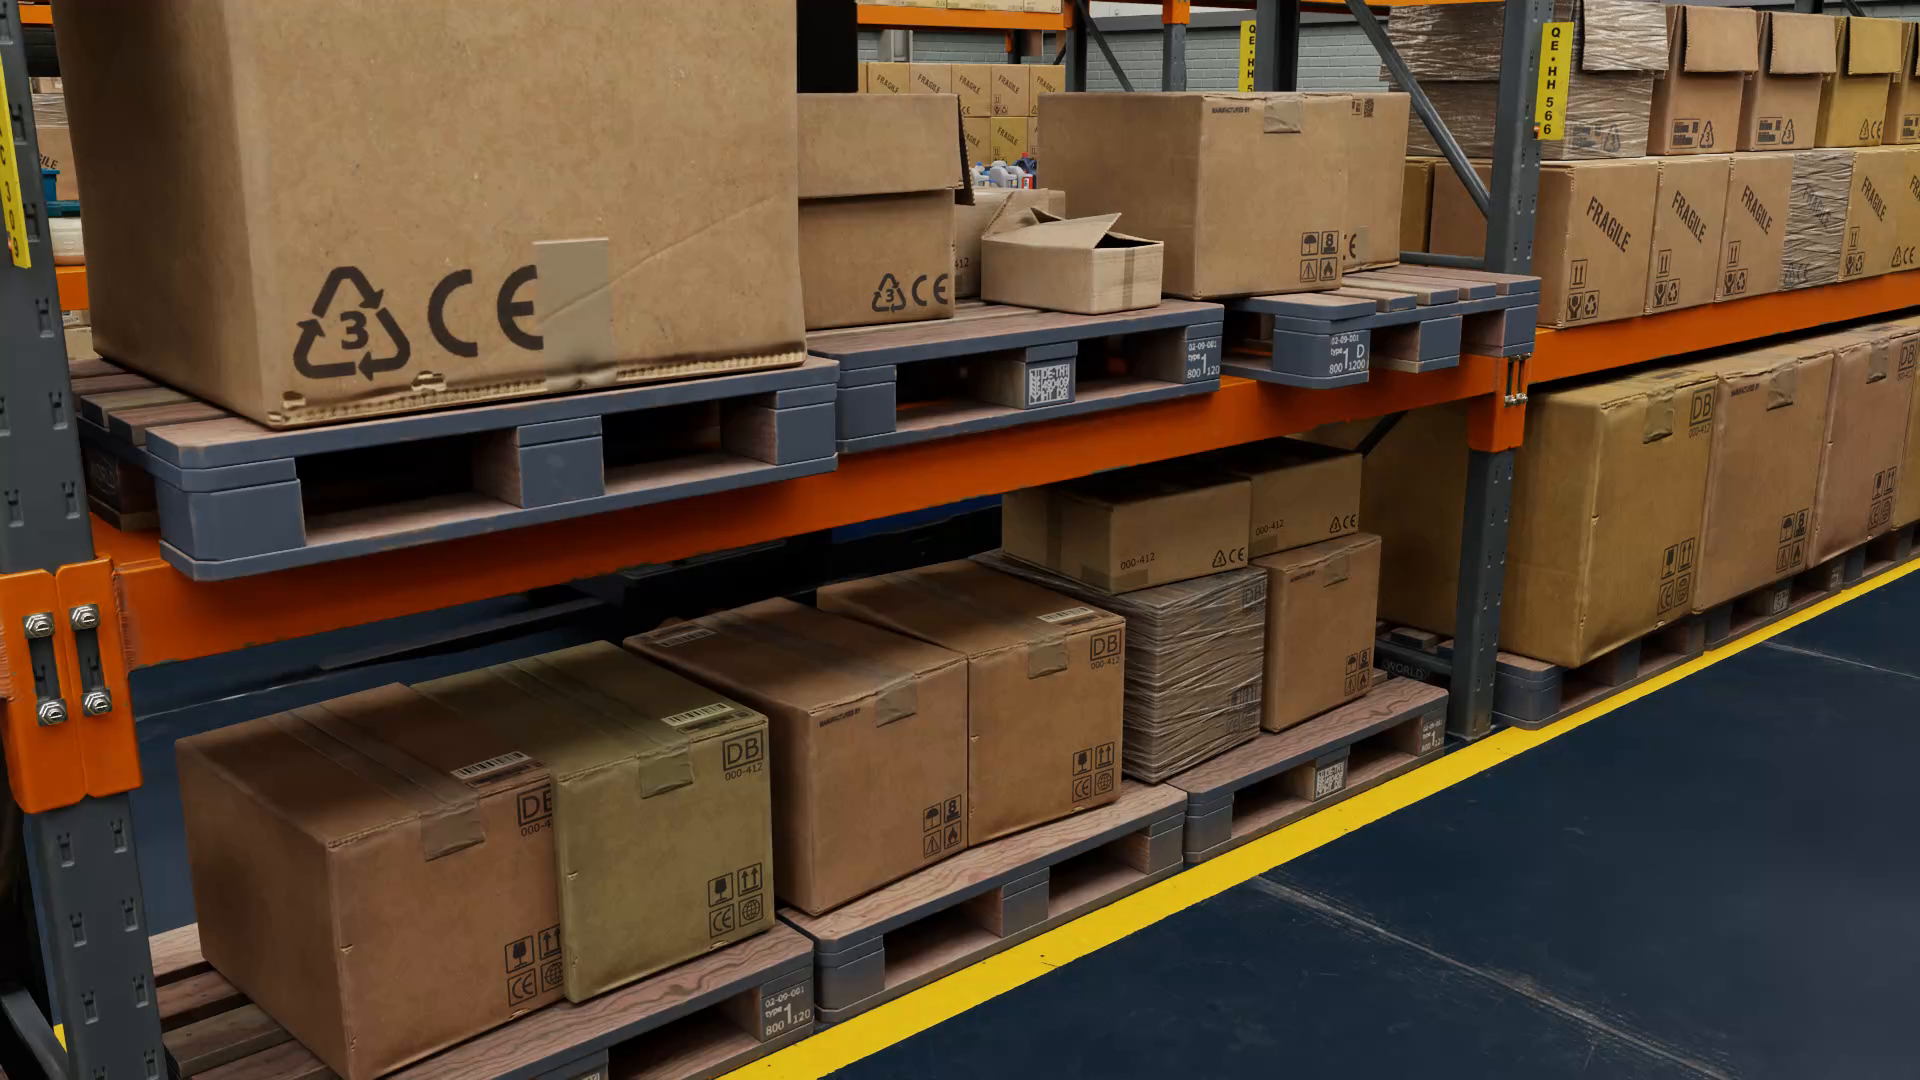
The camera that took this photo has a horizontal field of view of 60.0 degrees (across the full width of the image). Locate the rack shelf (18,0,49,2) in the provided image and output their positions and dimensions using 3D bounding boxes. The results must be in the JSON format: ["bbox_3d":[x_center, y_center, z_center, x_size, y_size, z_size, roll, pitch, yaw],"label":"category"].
[{"bbox_3d":[-6.666,-3.596,10.980,4.000,0.370,1.077,-13,19,-39],"label":"rack shelf"}]

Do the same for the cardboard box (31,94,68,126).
[{"bbox_3d":[-8.760,-3.976,15.776,0.700,0.500,0.500,13,20,40],"label":"cardboard box"}]

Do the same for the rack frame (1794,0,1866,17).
[{"bbox_3d":[4.361,-1.581,7.857,0.127,3.000,1.000,-13,19,-39],"label":"rack frame"}]

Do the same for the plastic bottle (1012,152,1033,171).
[{"bbox_3d":[0.397,-2.299,10.640,0.185,0.351,0.144,-13,19,-39],"label":"plastic bottle"}]

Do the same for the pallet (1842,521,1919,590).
[{"bbox_3d":[3.828,-0.089,7.673,1.213,0.211,1.003,-13,19,-39],"label":"pallet"}]

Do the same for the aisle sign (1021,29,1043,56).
[{"bbox_3d":[0.737,-5.513,17.538,0.004,0.787,0.394,-13,19,-39],"label":"aisle sign"}]

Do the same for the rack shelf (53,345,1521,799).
[{"bbox_3d":[-0.166,-0.217,4.145,4.000,0.370,1.077,-13,19,-39],"label":"rack shelf"}]

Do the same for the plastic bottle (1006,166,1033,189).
[{"bbox_3d":[0.368,-2.209,10.446,0.135,0.276,0.152,-13,19,-39],"label":"plastic bottle"}]

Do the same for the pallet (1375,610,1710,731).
[{"bbox_3d":[1.987,0.325,6.125,1.213,0.211,1.003,-13,19,-39],"label":"pallet"}]

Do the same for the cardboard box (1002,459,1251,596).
[{"bbox_3d":[0.464,-0.060,4.699,0.500,0.250,0.500,-10,18,-33],"label":"cardboard box"}]

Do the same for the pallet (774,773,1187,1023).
[{"bbox_3d":[-0.167,0.781,4.416,1.213,0.211,1.003,-13,19,-39],"label":"pallet"}]

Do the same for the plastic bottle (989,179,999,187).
[{"bbox_3d":[0.197,-2.125,10.277,0.097,0.201,0.097,0,15,0],"label":"plastic bottle"}]

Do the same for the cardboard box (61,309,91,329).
[{"bbox_3d":[-6.161,-1.667,11.607,0.500,0.311,0.500,-13,20,-40],"label":"cardboard box"}]

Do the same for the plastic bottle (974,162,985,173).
[{"bbox_3d":[0.129,-2.403,11.182,0.097,0.271,0.097,0,15,0],"label":"plastic bottle"}]

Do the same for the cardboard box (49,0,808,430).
[{"bbox_3d":[-0.983,-0.826,3.054,1.000,1.000,1.000,-12,19,-39],"label":"cardboard box"}]

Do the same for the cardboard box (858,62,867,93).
[{"bbox_3d":[-1.210,-4.154,15.359,0.500,0.500,0.500,-13,20,-41],"label":"cardboard box"}]

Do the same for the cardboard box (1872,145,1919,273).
[{"bbox_3d":[3.809,-1.415,7.040,0.500,0.500,0.500,-12,19,-38],"label":"cardboard box"}]

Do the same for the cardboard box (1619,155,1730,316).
[{"bbox_3d":[2.276,-1.069,5.746,0.500,0.500,0.500,-13,20,-41],"label":"cardboard box"}]

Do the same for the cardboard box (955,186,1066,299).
[{"bbox_3d":[-0.072,-0.795,4.390,0.500,0.250,0.500,-13,20,-41],"label":"cardboard box"}]

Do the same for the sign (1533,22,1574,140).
[{"bbox_3d":[1.706,-1.321,4.792,0.005,0.325,0.100,-13,19,-39],"label":"sign"}]

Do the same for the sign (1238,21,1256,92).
[{"bbox_3d":[0.976,-1.571,5.573,0.005,0.325,0.100,-13,19,-39],"label":"sign"}]

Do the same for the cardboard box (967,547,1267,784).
[{"bbox_3d":[0.441,0.305,4.786,0.700,0.500,0.500,14,20,42],"label":"cardboard box"}]

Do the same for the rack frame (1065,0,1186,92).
[{"bbox_3d":[1.109,-2.545,11.467,0.127,3.000,1.000,-13,19,-39],"label":"rack frame"}]

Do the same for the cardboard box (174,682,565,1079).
[{"bbox_3d":[-1.197,0.669,3.423,0.700,0.500,0.500,14,21,43],"label":"cardboard box"}]

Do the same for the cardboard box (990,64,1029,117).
[{"bbox_3d":[0.342,-4.505,16.671,0.500,0.500,0.500,-12,19,-38],"label":"cardboard box"}]

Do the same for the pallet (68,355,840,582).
[{"bbox_3d":[-1.002,-0.234,3.187,1.213,0.211,1.003,-13,19,-39],"label":"pallet"}]

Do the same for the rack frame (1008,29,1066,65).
[{"bbox_3d":[0.878,-4.188,17.616,0.127,3.000,1.000,-13,19,-39],"label":"rack frame"}]

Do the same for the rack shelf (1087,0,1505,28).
[{"bbox_3d":[2.618,-3.986,12.441,4.000,0.370,1.077,-13,19,-39],"label":"rack shelf"}]

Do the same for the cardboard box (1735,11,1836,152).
[{"bbox_3d":[2.900,-1.782,6.471,0.637,0.503,0.797,-12,19,-38],"label":"cardboard box"}]

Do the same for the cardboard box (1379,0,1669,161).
[{"bbox_3d":[1.905,-1.557,5.630,0.637,0.503,0.797,-12,19,-38],"label":"cardboard box"}]

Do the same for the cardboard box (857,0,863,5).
[{"bbox_3d":[-1.230,-5.005,15.154,0.500,0.250,0.500,-13,19,-39],"label":"cardboard box"}]

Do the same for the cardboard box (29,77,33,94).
[{"bbox_3d":[-8.885,-4.249,15.542,0.380,0.149,0.250,12,19,38],"label":"cardboard box"}]

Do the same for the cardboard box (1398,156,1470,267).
[{"bbox_3d":[1.553,-1.084,5.801,0.500,0.500,0.500,-12,19,-38],"label":"cardboard box"}]

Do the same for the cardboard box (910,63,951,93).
[{"bbox_3d":[-0.433,-4.329,16.013,0.500,0.500,0.500,-12,19,-38],"label":"cardboard box"}]

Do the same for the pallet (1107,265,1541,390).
[{"bbox_3d":[0.875,-0.669,4.816,1.003,0.211,1.213,-13,19,-39],"label":"pallet"}]

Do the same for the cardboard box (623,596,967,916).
[{"bbox_3d":[-0.403,0.497,4.067,0.700,0.500,0.500,14,20,42],"label":"cardboard box"}]

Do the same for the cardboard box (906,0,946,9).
[{"bbox_3d":[-0.477,-5.175,15.790,0.500,0.250,0.500,-13,19,-39],"label":"cardboard box"}]

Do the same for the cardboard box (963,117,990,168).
[{"bbox_3d":[-0.050,-3.935,16.477,0.500,0.500,0.500,-12,19,-39],"label":"cardboard box"}]

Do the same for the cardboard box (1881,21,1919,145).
[{"bbox_3d":[3.884,-2.004,7.304,0.637,0.503,0.797,-13,20,-41],"label":"cardboard box"}]

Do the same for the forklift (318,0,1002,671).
[{"bbox_3d":[-1.175,-1.118,6.257,3.031,2.935,1.130,-14,20,-42],"label":"forklift"}]

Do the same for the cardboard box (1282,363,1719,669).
[{"bbox_3d":[1.877,-0.193,5.963,0.875,0.875,1.225,-14,20,-42],"label":"cardboard box"}]

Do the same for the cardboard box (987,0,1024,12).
[{"bbox_3d":[0.279,-5.344,16.422,0.500,0.250,0.500,-13,19,-39],"label":"cardboard box"}]

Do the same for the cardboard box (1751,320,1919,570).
[{"bbox_3d":[3.217,-0.494,7.090,0.875,0.875,1.225,-14,20,-41],"label":"cardboard box"}]

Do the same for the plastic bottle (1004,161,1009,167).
[{"bbox_3d":[0.303,-2.442,11.329,0.097,0.271,0.097,0,15,0],"label":"plastic bottle"}]

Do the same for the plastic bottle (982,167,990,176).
[{"bbox_3d":[0.171,-2.205,10.440,0.097,0.271,0.097,0,15,0],"label":"plastic bottle"}]

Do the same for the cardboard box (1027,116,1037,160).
[{"bbox_3d":[0.719,-4.107,17.121,0.500,0.500,0.500,-12,19,-38],"label":"cardboard box"}]

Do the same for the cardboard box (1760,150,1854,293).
[{"bbox_3d":[3.039,-1.241,6.389,0.500,0.500,0.500,-13,19,-39],"label":"cardboard box"}]

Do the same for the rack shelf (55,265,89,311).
[{"bbox_3d":[-3.417,-1.182,7.755,4.000,0.370,1.077,-13,19,-39],"label":"rack shelf"}]

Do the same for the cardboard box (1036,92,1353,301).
[{"bbox_3d":[0.606,-0.942,4.455,0.500,0.500,0.700,-9,18,-31],"label":"cardboard box"}]

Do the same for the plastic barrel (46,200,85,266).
[{"bbox_3d":[-3.827,-1.318,7.139,0.301,0.262,0.301,0,15,0],"label":"plastic barrel"}]
